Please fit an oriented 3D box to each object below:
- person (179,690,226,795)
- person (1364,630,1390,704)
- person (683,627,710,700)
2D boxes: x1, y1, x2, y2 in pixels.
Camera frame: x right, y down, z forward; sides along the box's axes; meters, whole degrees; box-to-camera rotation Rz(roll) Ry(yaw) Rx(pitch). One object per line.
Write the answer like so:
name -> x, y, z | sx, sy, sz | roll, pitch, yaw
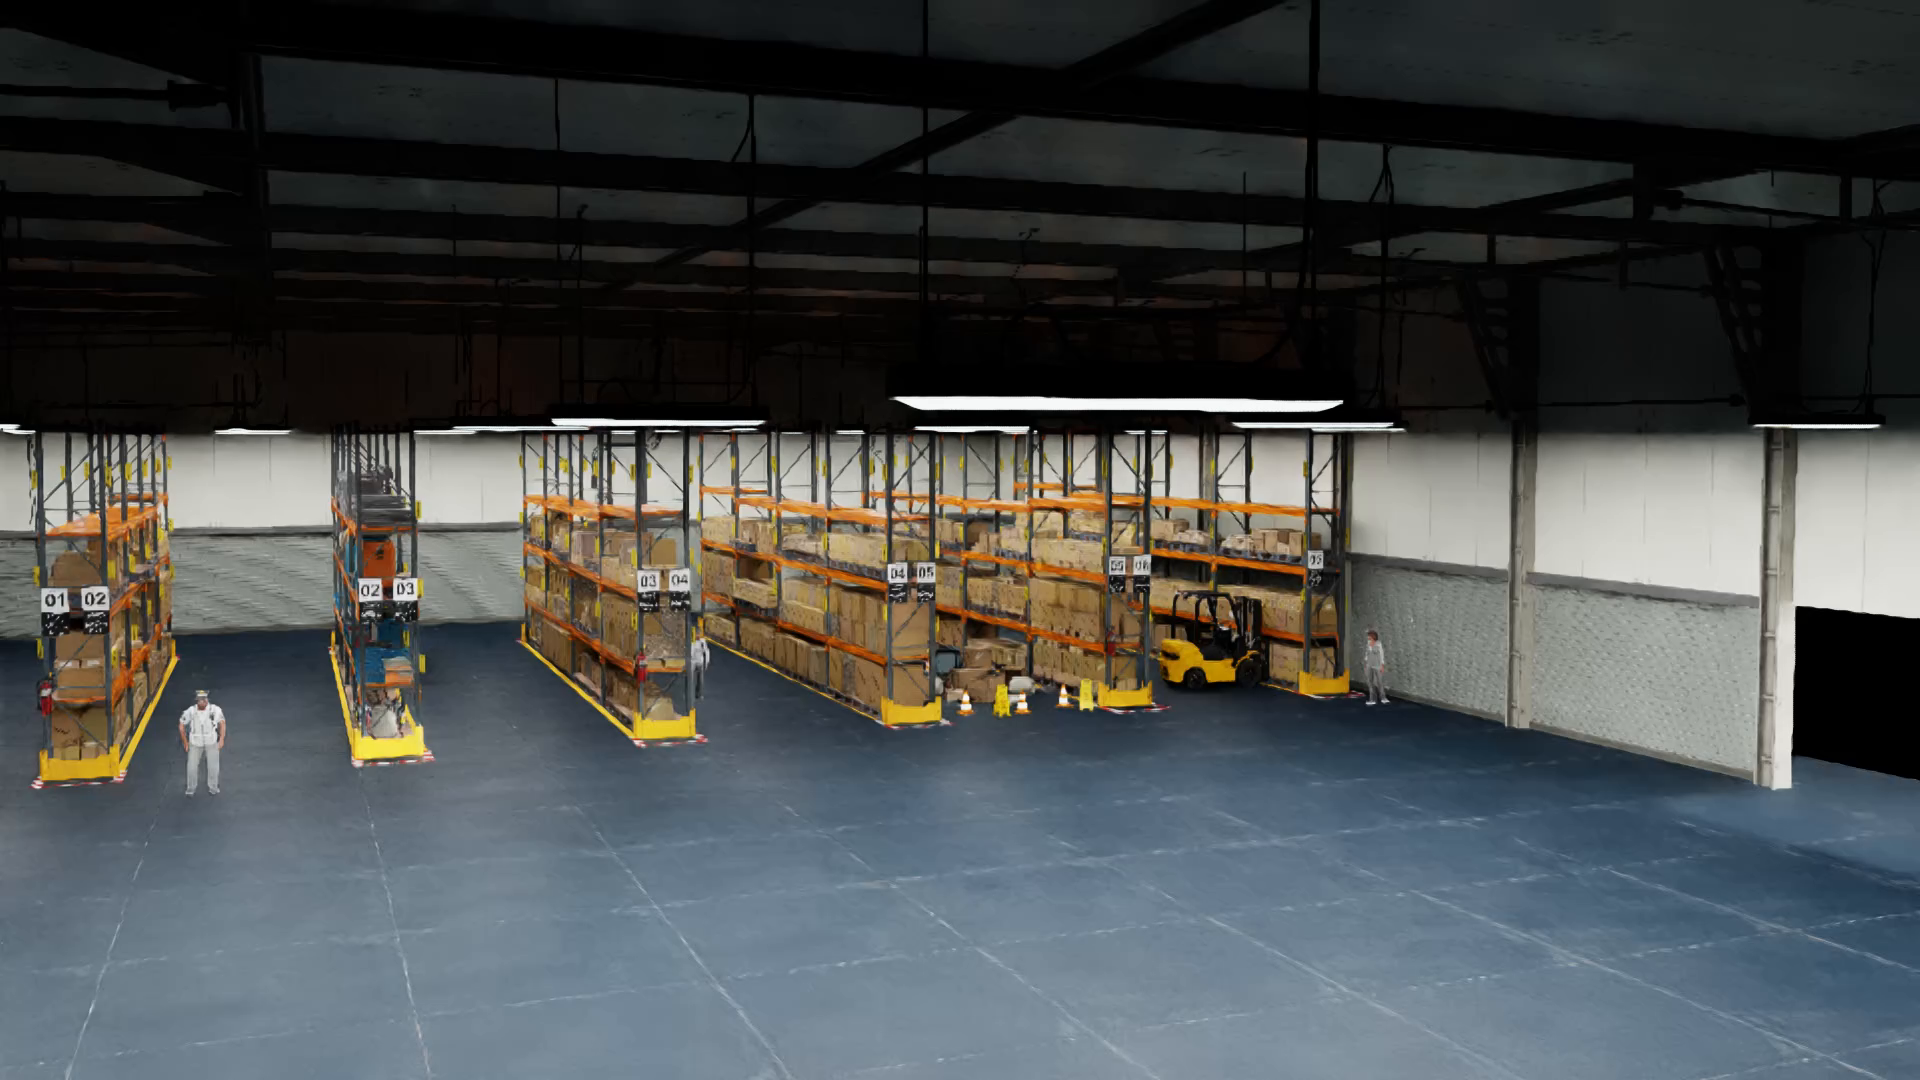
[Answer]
person -> -12.068, 3.212, 26.508 | 0.683, 1.714, 0.538 | -2, 4, -24
person -> 8.913, 2.713, 35.575 | 0.513, 1.587, 0.483 | 3, 5, 42
person -> -5.732, 2.665, 35.997 | 0.639, 1.632, 0.512 | -2, 4, -24
